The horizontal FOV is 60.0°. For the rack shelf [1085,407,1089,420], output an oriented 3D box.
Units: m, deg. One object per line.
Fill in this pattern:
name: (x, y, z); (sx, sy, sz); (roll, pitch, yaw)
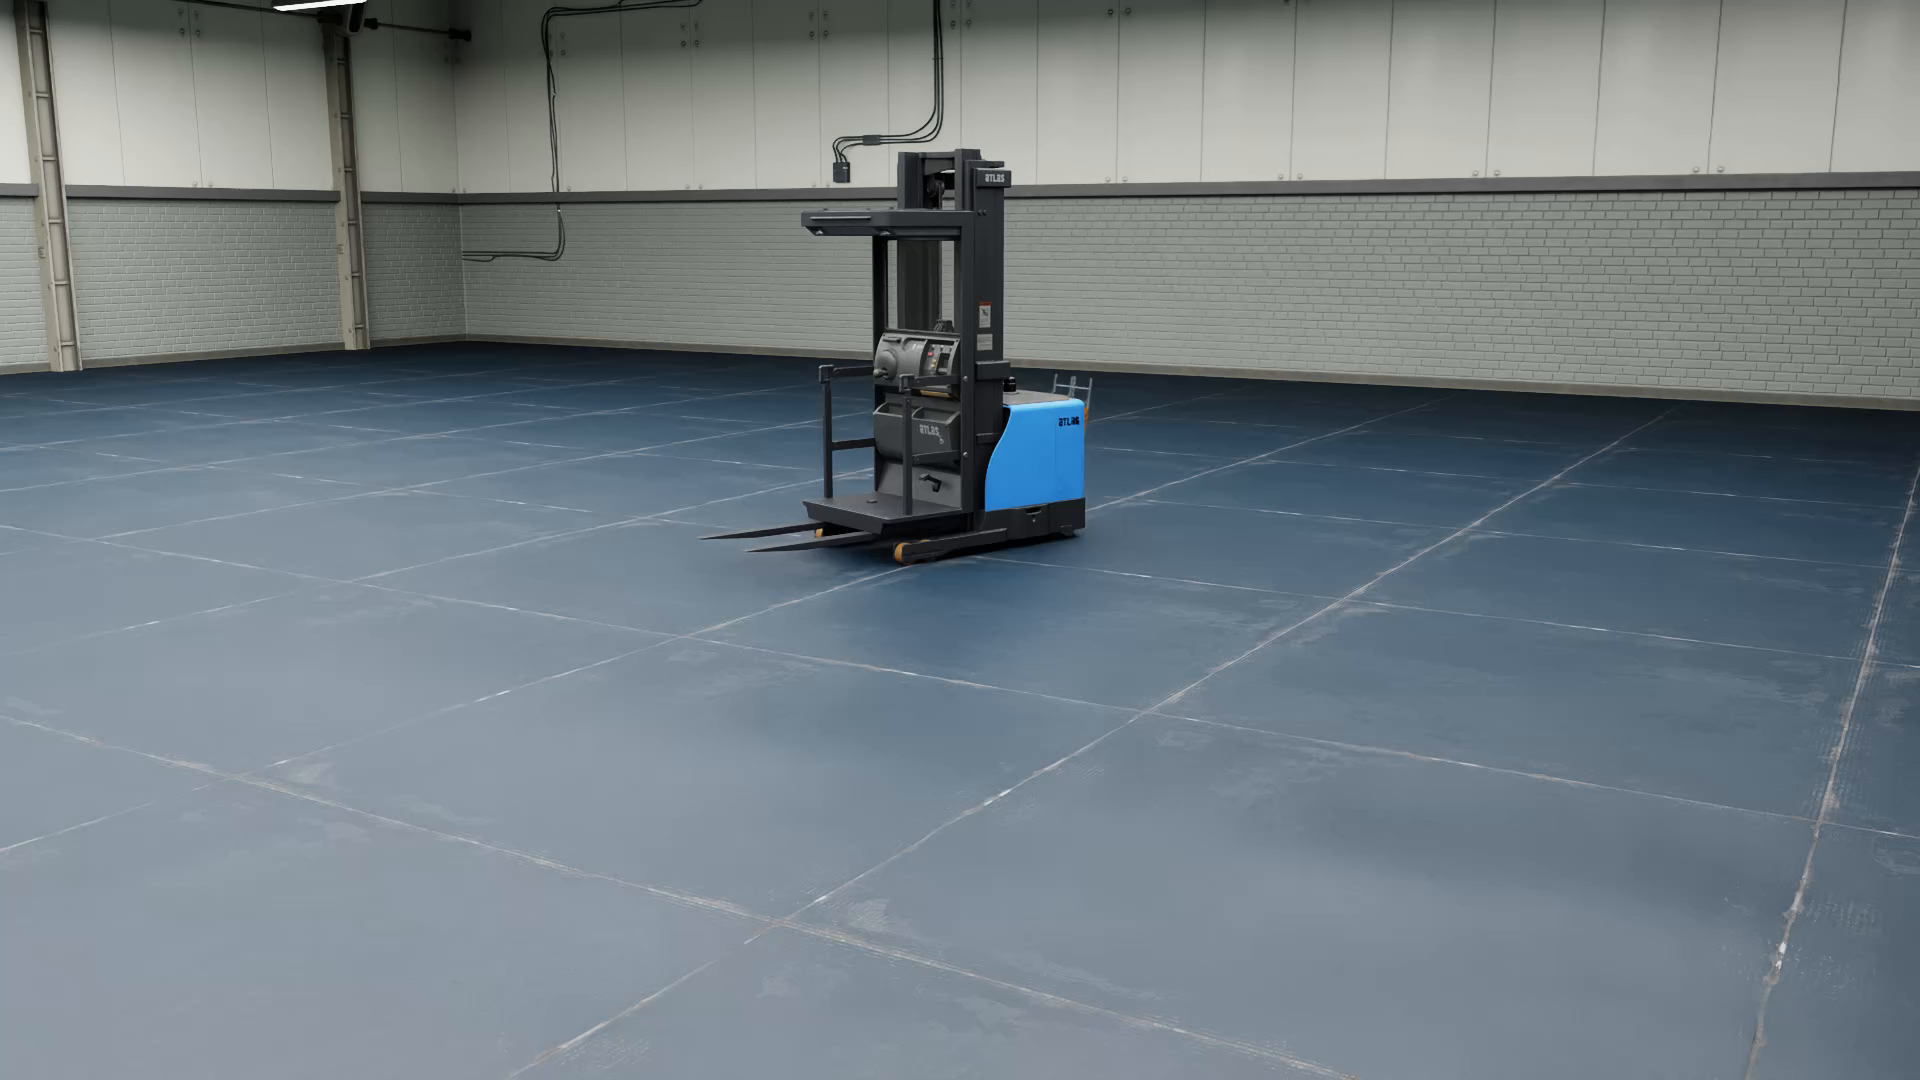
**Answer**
rack shelf: (0.881, -1.037, 13.413); (0.180, 0.103, 0.258); (3, 6, -41)

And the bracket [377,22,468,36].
bracket: (-10.625, -10.328, 33.799); (0.076, 0.066, 3.189); (6, 12, 31)

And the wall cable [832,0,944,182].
wall cable: (-1.302, -9.346, 29.097); (2.305, 6.003, 0.169); (6, 12, 31)

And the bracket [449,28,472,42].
bracket: (-10.318, -10.421, 34.295); (0.235, 0.232, 0.430); (6, 12, 31)

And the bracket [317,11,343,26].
bracket: (-11.979, -9.917, 31.607); (0.235, 0.232, 0.430); (6, 12, 31)

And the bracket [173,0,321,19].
bracket: (-13.317, -9.512, 29.442); (0.076, 0.066, 4.783); (6, 12, 31)

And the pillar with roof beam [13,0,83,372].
pillar with roof beam: (-11.503, -6.892, 25.230); (9.100, 9.000, 0.548); (6, 12, 31)

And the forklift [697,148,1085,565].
forklift: (-0.482, -1.368, 12.211); (3.031, 2.935, 1.130); (-9, 14, -39)

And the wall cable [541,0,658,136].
wall cable: (-7.095, -9.282, 32.708); (3.097, 2.526, 0.112); (6, 12, 31)

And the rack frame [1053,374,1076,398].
rack frame: (0.773, -0.729, 13.378); (0.006, 1.200, 0.240); (3, 6, -41)

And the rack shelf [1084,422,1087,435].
rack shelf: (0.867, -0.918, 13.422); (0.180, 0.103, 0.258); (3, 6, -41)

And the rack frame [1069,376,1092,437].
rack frame: (0.912, -0.721, 13.498); (0.006, 1.200, 0.240); (3, 6, -41)

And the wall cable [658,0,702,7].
wall cable: (-4.450, -11.222, 30.710); (3.097, 2.526, 0.112); (6, 12, 31)

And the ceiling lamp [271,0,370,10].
ceiling lamp: (-10.014, -10.055, 26.261); (2.000, 3.185, 0.800); (6, 12, 31)

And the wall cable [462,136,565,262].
wall cable: (-9.408, -7.058, 34.553); (3.097, 2.526, 0.112); (6, 12, 31)

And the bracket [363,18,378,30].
bracket: (-11.548, -10.048, 32.304); (0.235, 0.232, 0.430); (6, 12, 31)

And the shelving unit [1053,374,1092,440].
shelving unit: (0.842, -0.725, 13.438); (0.189, 1.200, 0.258); (3, 6, -41)

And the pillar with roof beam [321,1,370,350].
pillar with roof beam: (-8.388, -7.836, 30.271); (9.100, 9.000, 0.548); (6, 12, 31)
